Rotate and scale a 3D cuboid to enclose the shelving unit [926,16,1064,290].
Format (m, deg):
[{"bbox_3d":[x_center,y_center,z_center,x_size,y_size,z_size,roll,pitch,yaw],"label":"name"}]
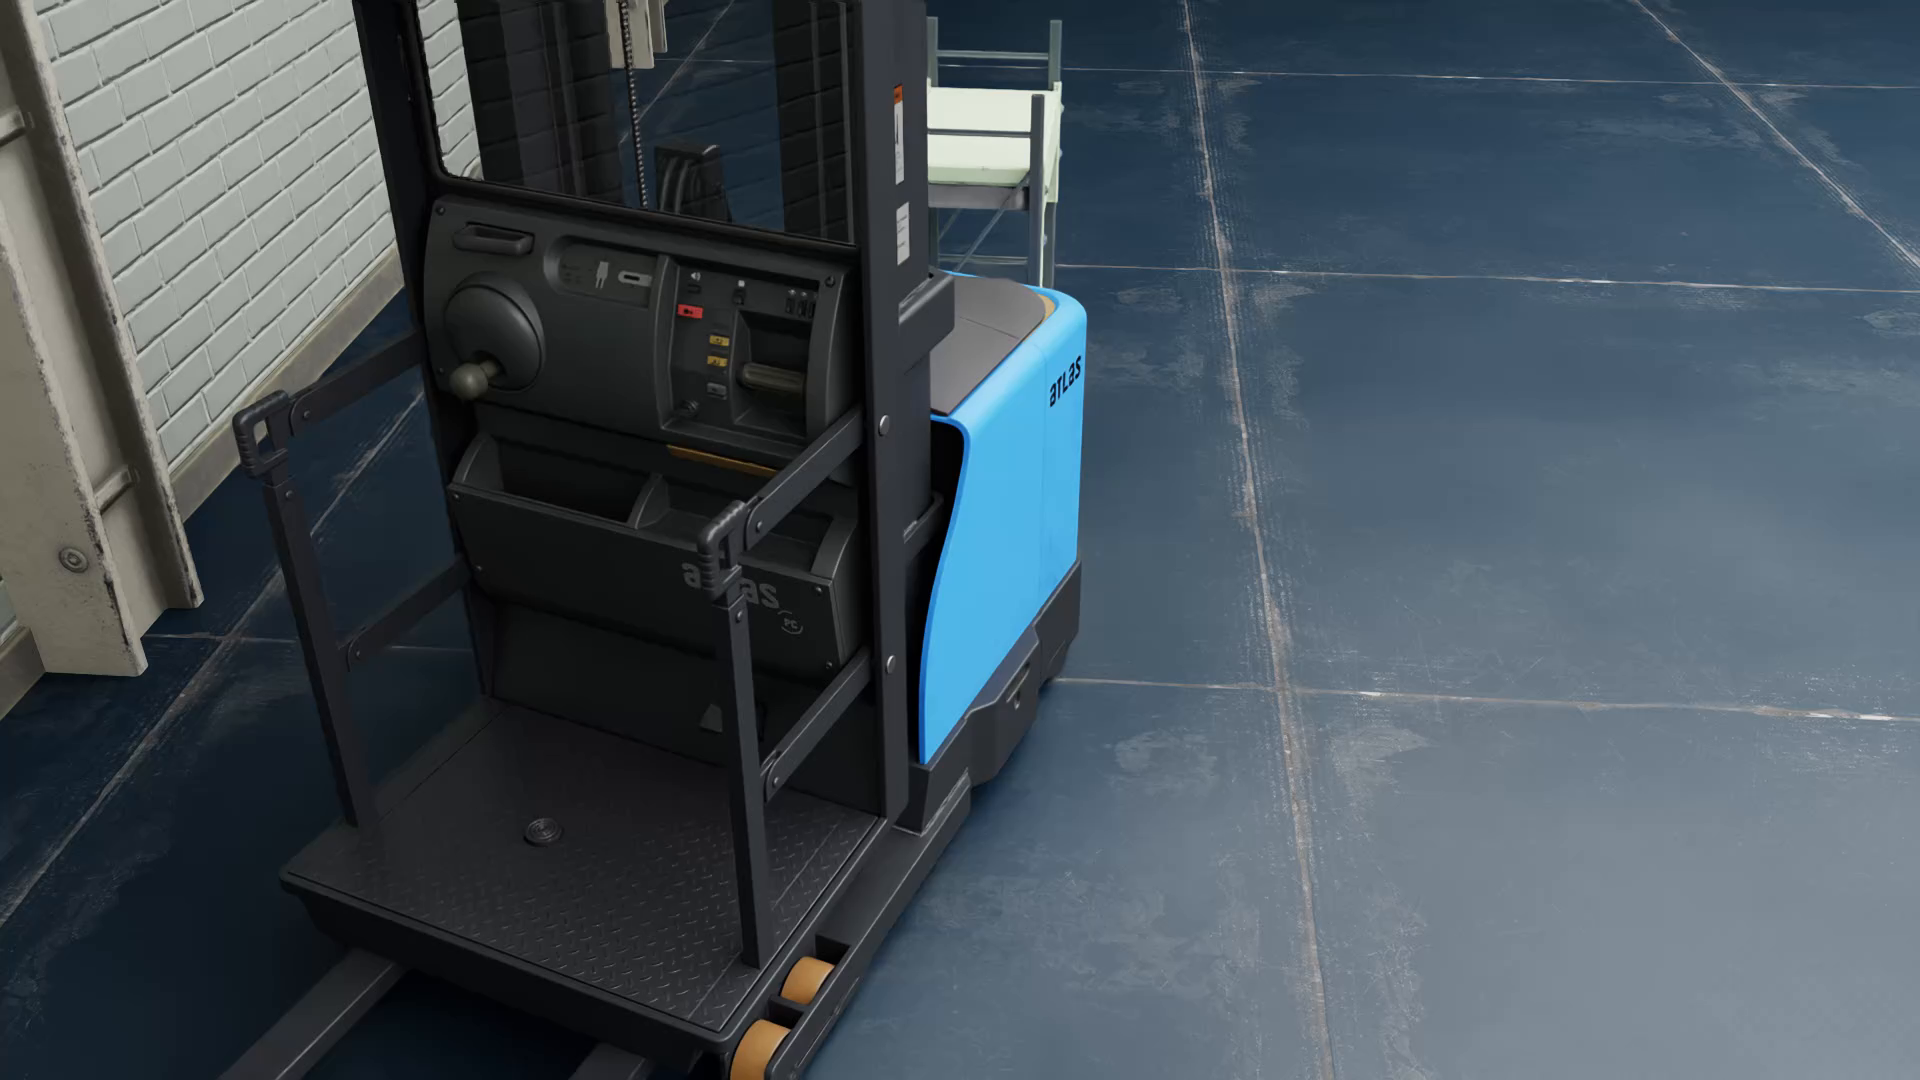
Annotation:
[{"bbox_3d":[0.057,-0.694,4.946,0.431,1.500,0.755,3,32,5],"label":"shelving unit"}]

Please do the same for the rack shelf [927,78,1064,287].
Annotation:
[{"bbox_3d":[0.057,-1.026,4.741,0.431,0.370,0.720,3,32,5],"label":"rack shelf"}]

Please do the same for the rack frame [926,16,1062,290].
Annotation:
[{"bbox_3d":[0.097,-0.885,5.256,0.400,1.500,0.023,3,32,5],"label":"rack frame"}]

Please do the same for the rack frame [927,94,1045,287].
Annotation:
[{"bbox_3d":[0.017,-0.503,4.636,0.400,1.500,0.023,3,32,5],"label":"rack frame"}]

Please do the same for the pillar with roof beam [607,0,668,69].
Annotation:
[{"bbox_3d":[2.355,-6.515,7.244,9.100,9.000,0.400,2,32,4],"label":"pillar with roof beam"}]

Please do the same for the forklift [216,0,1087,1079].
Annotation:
[{"bbox_3d":[-0.732,-0.360,3.040,1.130,2.935,3.031,13,34,21],"label":"forklift"}]

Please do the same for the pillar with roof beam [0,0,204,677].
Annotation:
[{"bbox_3d":[1.866,-3.377,2.153,9.100,9.000,0.400,2,32,4],"label":"pillar with roof beam"}]
